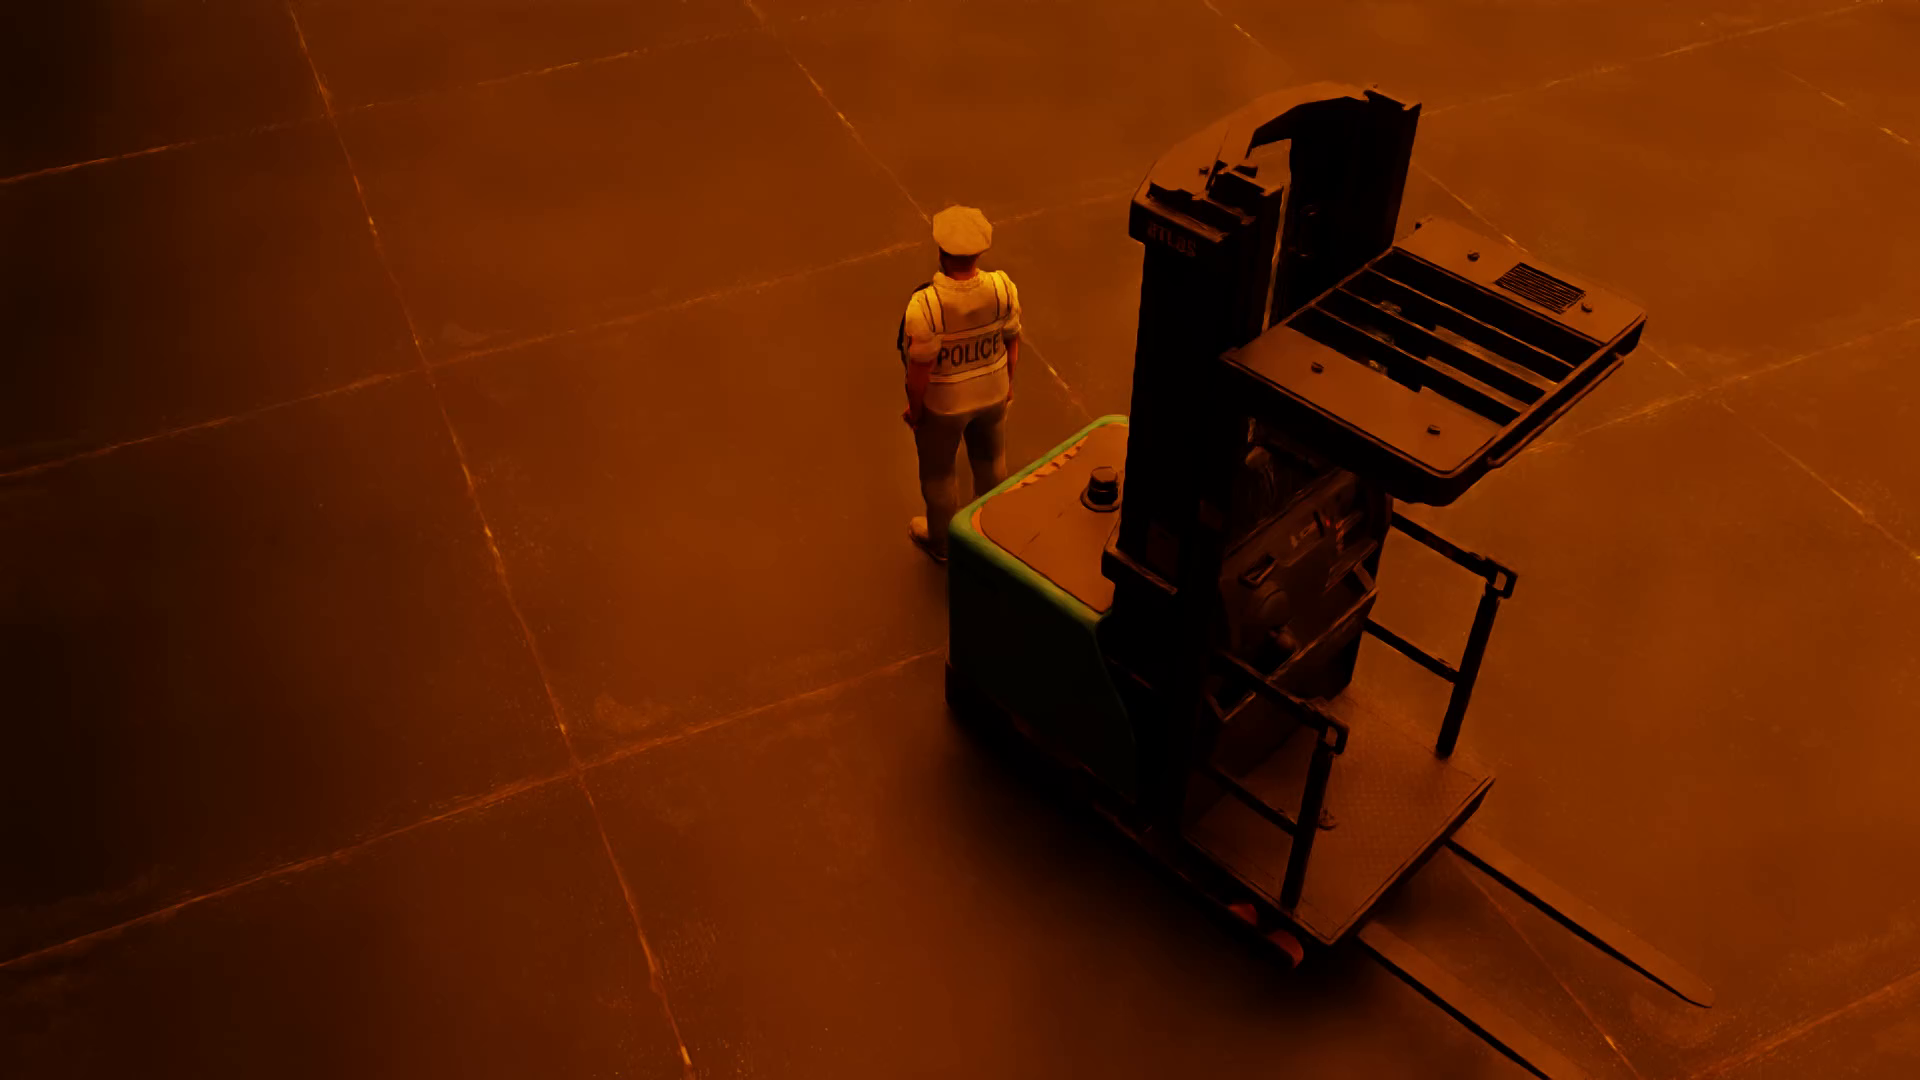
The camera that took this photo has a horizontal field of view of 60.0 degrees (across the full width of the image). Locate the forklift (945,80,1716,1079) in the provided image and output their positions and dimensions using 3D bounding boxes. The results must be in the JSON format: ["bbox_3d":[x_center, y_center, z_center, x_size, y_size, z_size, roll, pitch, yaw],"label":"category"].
[{"bbox_3d":[1.334,0.115,5.557,1.130,2.935,3.031,-34,53,-31],"label":"forklift"}]

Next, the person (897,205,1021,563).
[{"bbox_3d":[-0.007,-0.657,7.235,0.523,1.773,0.396,-18,46,-18],"label":"person"}]
